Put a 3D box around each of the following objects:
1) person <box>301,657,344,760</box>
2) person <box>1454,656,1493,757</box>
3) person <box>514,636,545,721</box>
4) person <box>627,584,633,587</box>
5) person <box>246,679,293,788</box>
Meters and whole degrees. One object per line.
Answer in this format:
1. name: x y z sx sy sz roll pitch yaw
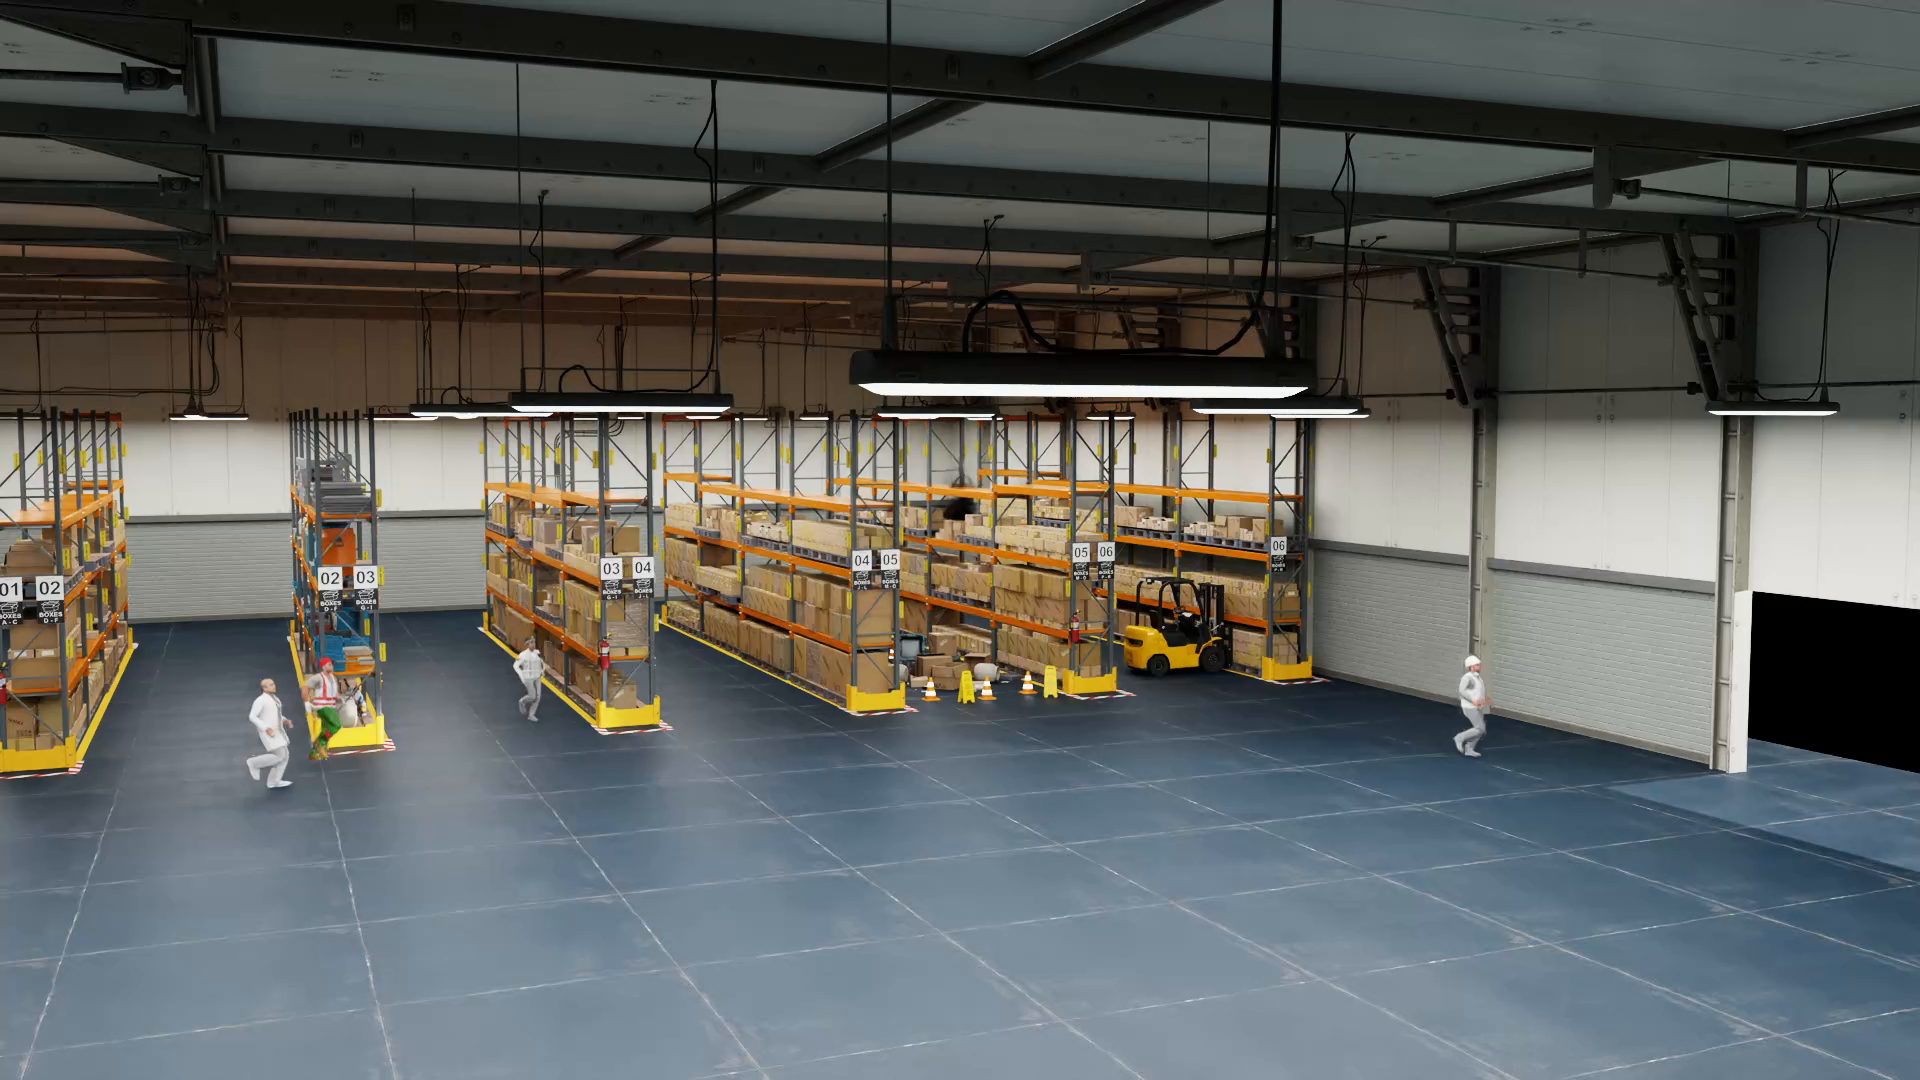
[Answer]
1. person: -10.750 2.865 28.309 0.610 1.715 0.701 1 4 13
2. person: 8.816 2.857 28.547 0.577 1.726 0.643 3 5 34
3. person: -8.248 2.658 32.024 0.614 1.650 0.552 -4 6 -44
4. person: -9.634 1.554 47.358 0.740 1.704 0.609 0 4 6
5. person: -10.857 3.038 26.148 0.630 1.730 0.724 0 4 2
